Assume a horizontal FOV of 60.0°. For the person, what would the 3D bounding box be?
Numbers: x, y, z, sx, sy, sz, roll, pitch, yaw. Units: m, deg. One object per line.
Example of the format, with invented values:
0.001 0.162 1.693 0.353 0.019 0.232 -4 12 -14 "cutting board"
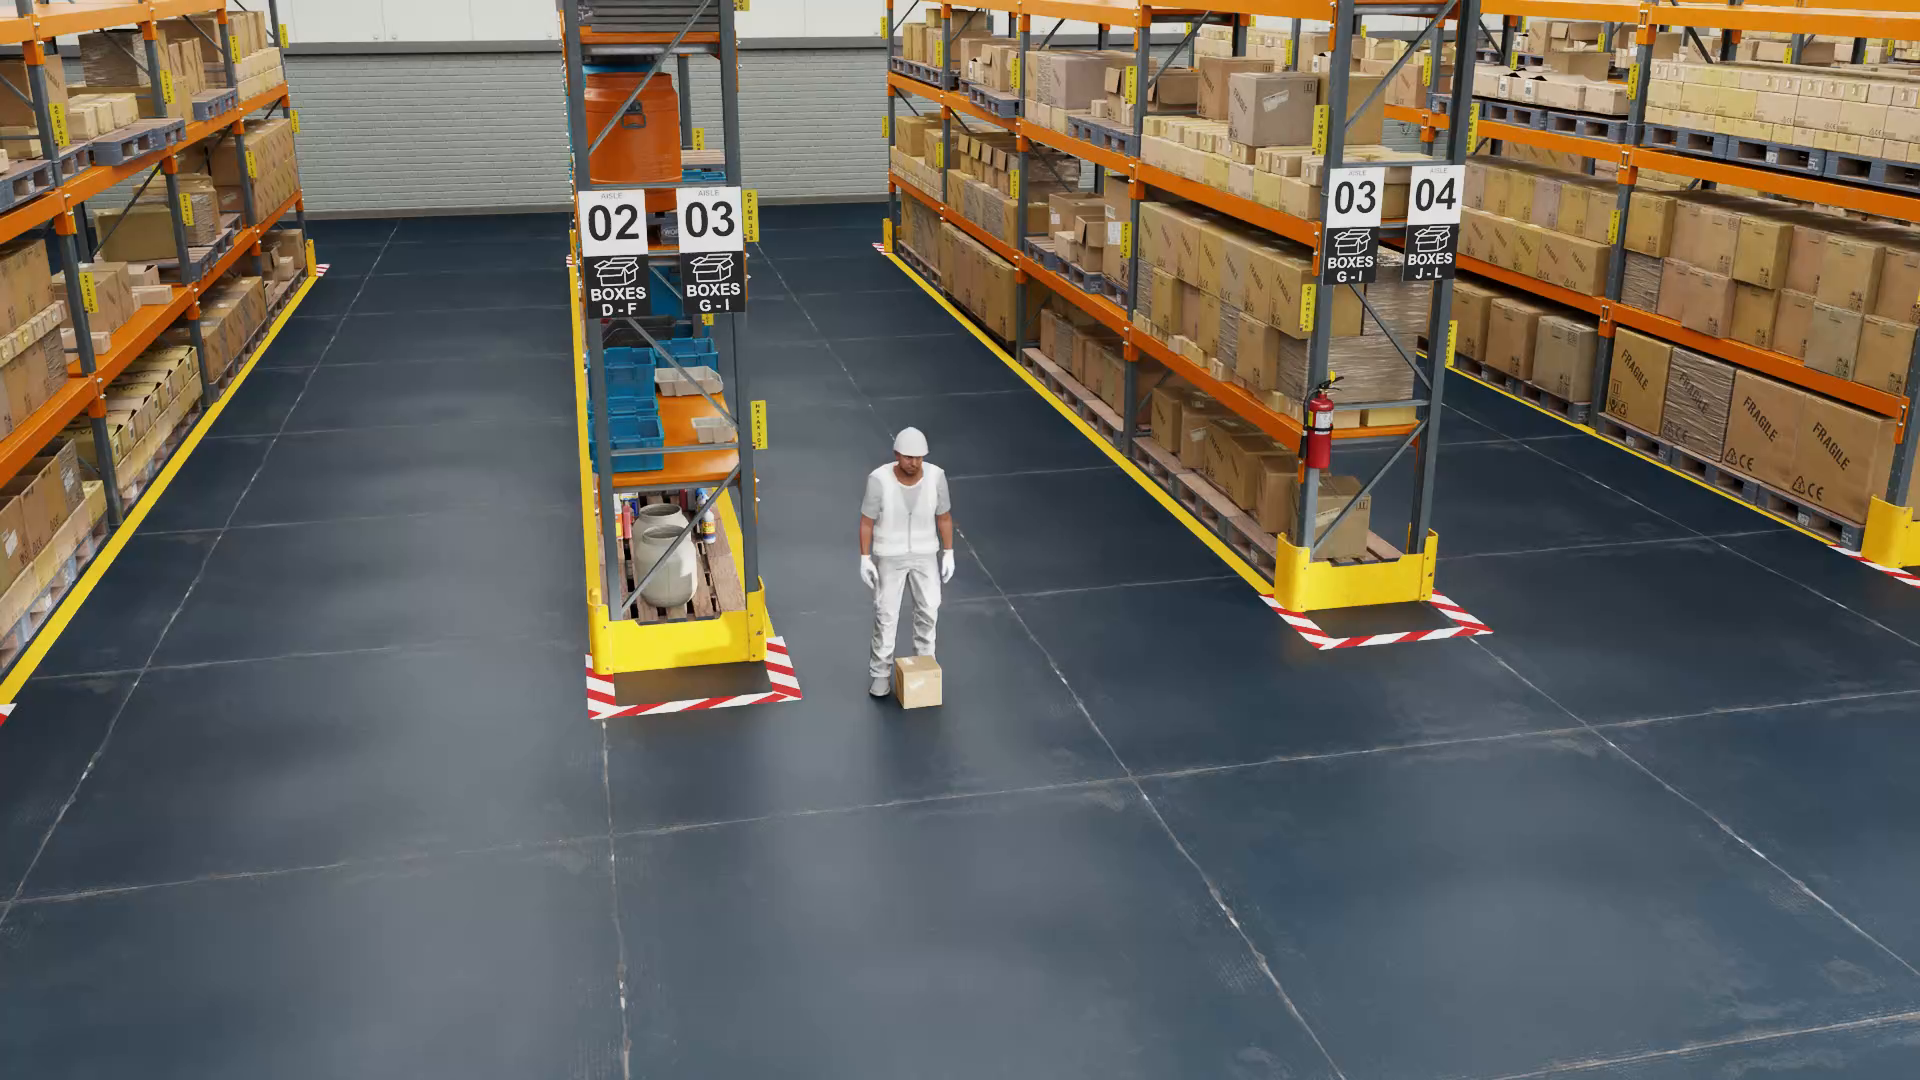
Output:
-0.342 0.123 10.703 0.619 1.774 0.446 -4 20 -12 "person"
